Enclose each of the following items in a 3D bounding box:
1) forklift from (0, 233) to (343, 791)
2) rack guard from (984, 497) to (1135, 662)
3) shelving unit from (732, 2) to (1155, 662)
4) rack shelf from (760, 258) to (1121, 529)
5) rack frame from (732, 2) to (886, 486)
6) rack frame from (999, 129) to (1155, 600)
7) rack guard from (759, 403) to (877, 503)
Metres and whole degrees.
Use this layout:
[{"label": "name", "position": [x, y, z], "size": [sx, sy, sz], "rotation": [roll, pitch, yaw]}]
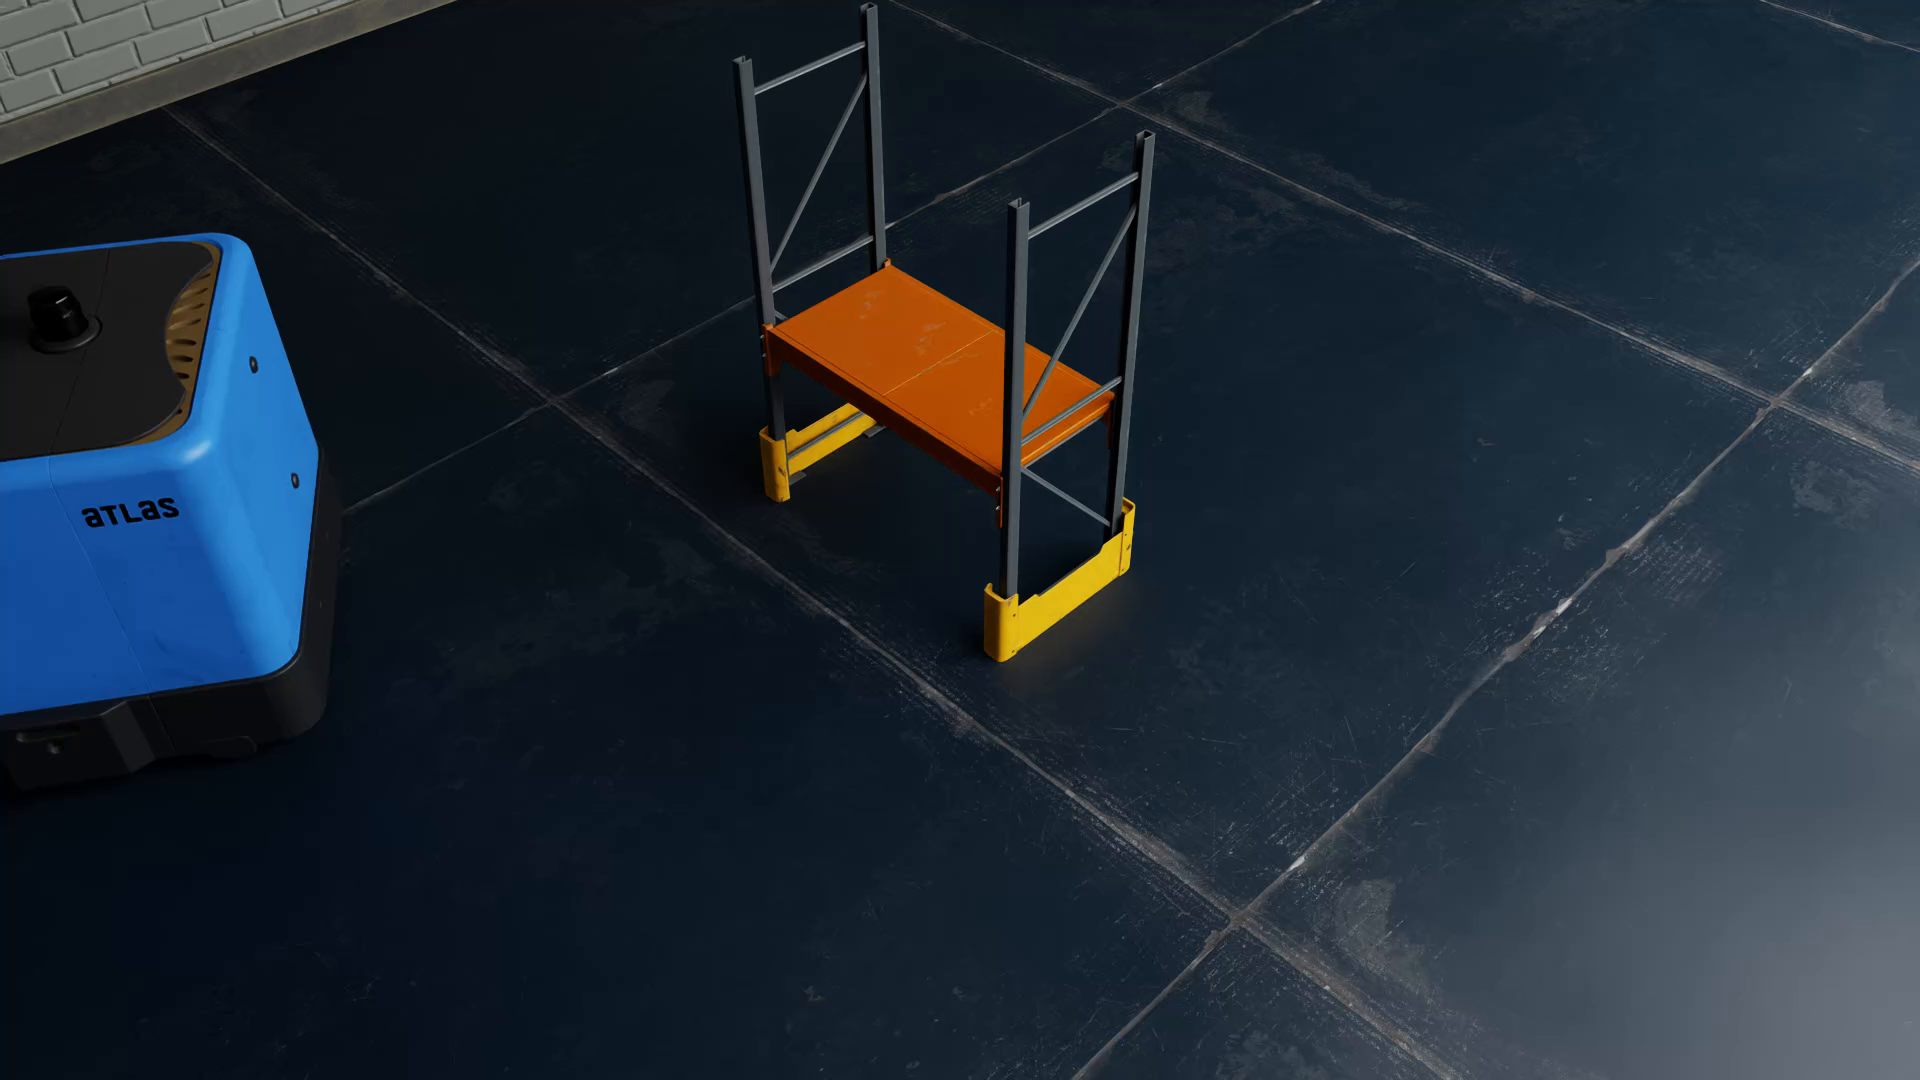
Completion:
[{"label": "forklift", "position": [-3.339, -0.624, 3.765], "size": [3.031, 2.935, 1.130], "rotation": [-8, 43, -9]}, {"label": "rack guard", "position": [0.298, 0.111, 4.946], "size": [0.587, 0.250, 0.087], "rotation": [-34, 53, -31]}, {"label": "shelving unit", "position": [-0.054, -0.587, 4.781], "size": [0.587, 1.500, 1.083], "rotation": [-34, 53, -31]}, {"label": "rack shelf", "position": [-0.060, -0.460, 4.907], "size": [0.538, 0.185, 1.000], "rotation": [-34, 53, -31]}, {"label": "rack frame", "position": [-0.419, -0.836, 5.050], "size": [0.500, 1.500, 0.032], "rotation": [-34, 53, -31]}, {"label": "rack frame", "position": [0.299, -0.348, 4.521], "size": [0.500, 1.500, 0.032], "rotation": [-34, 53, -31]}, {"label": "rack guard", "position": [-0.406, -0.368, 5.464], "size": [0.587, 0.250, 0.087], "rotation": [-34, 53, -31]}]
